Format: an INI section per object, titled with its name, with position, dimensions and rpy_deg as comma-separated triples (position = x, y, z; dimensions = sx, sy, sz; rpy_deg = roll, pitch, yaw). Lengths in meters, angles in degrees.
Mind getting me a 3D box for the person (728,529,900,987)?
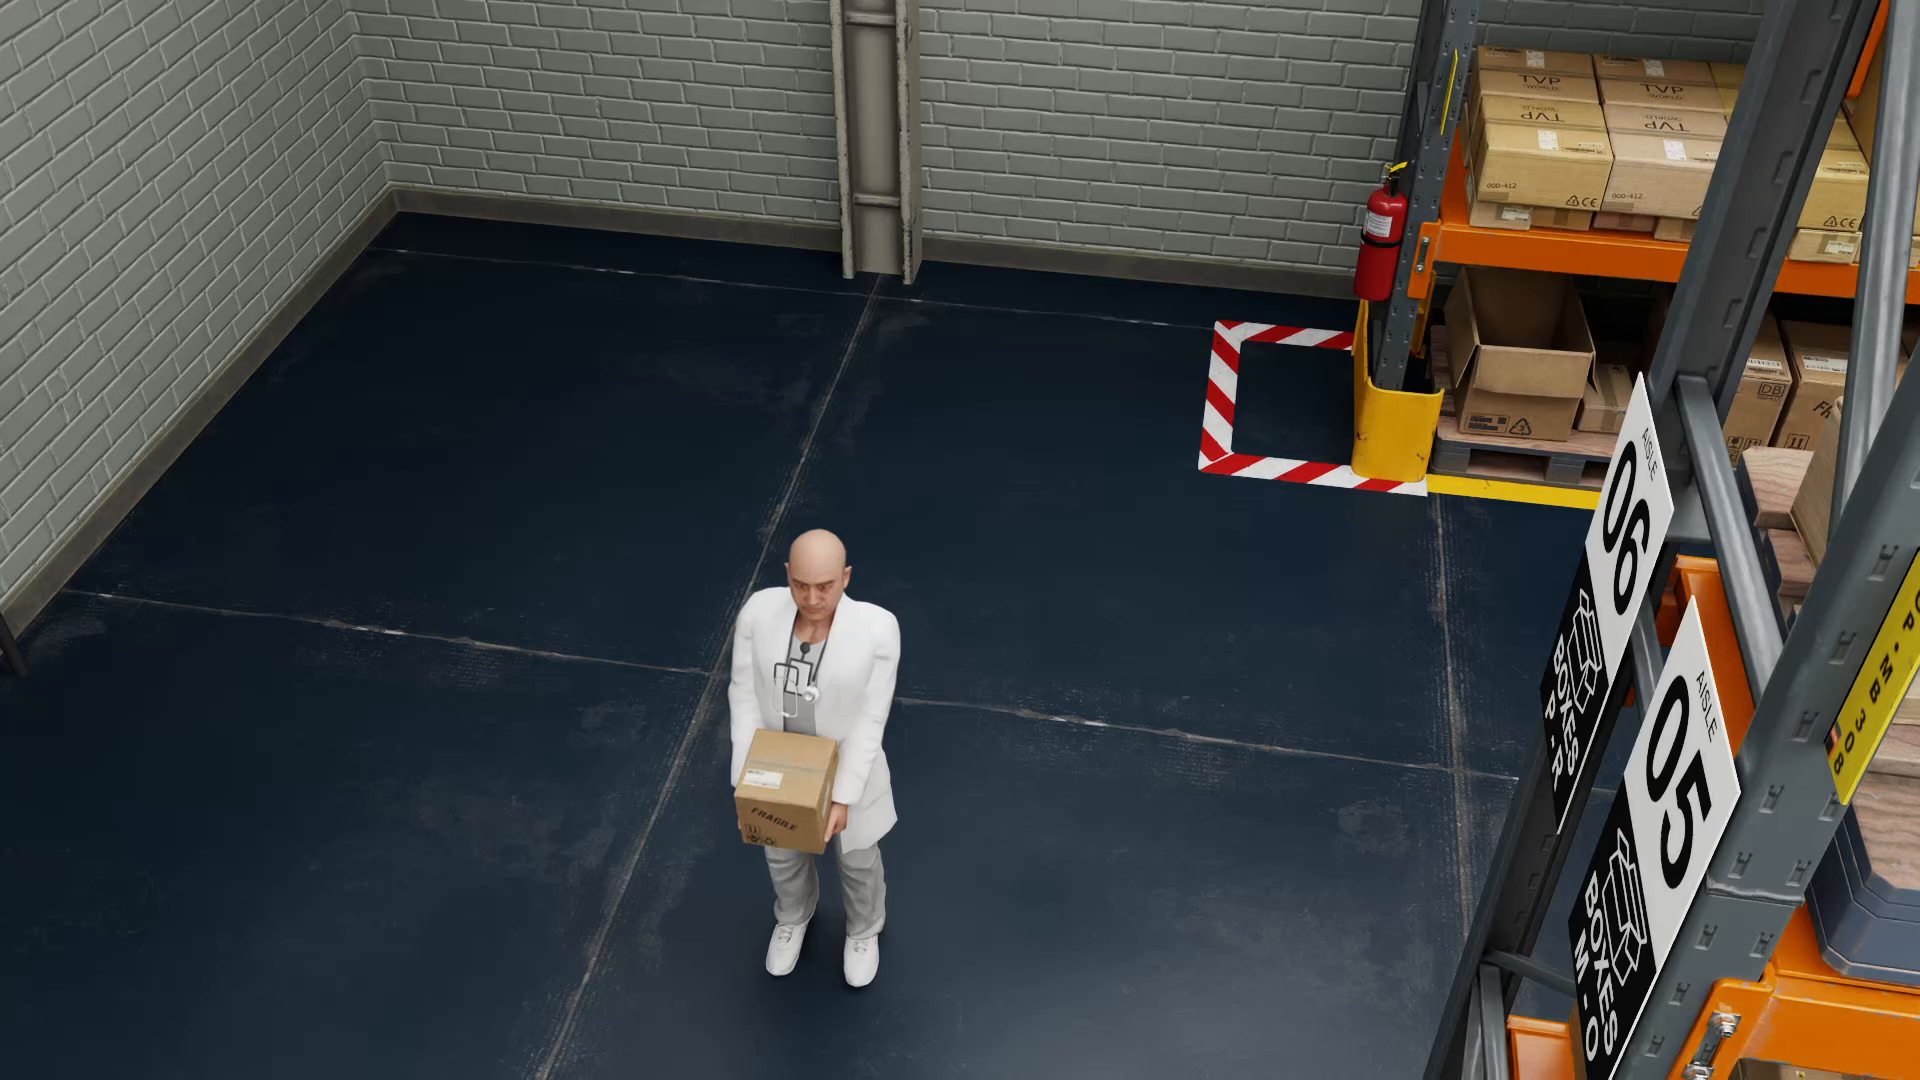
[person]
position = -0.467, 0.781, 5.242
dimensions = 0.530, 1.770, 0.563
rpy_deg = 7, 41, 8
